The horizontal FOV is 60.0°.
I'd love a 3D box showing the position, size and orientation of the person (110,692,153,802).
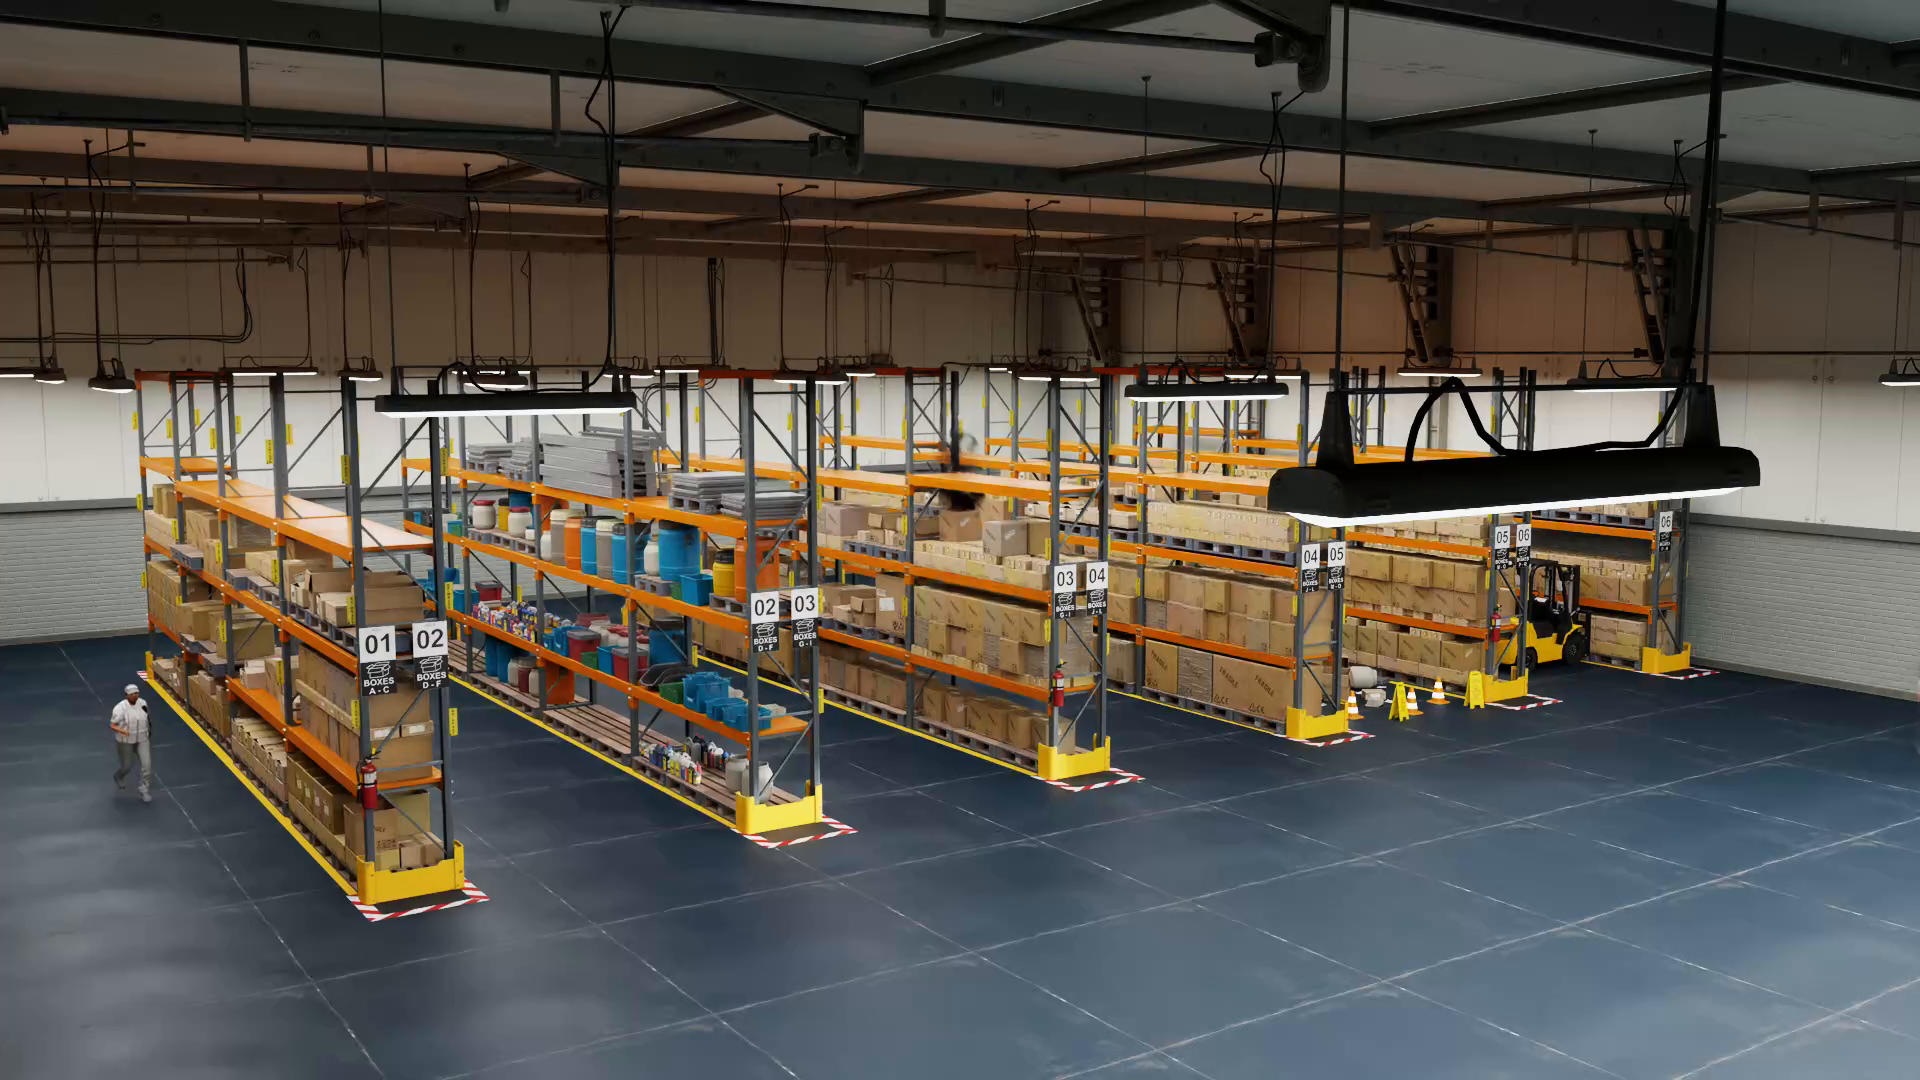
[{"bbox_3d":[-11.780,2.859,23.649,0.886,1.638,0.592,6,9,43],"label":"person"}]
